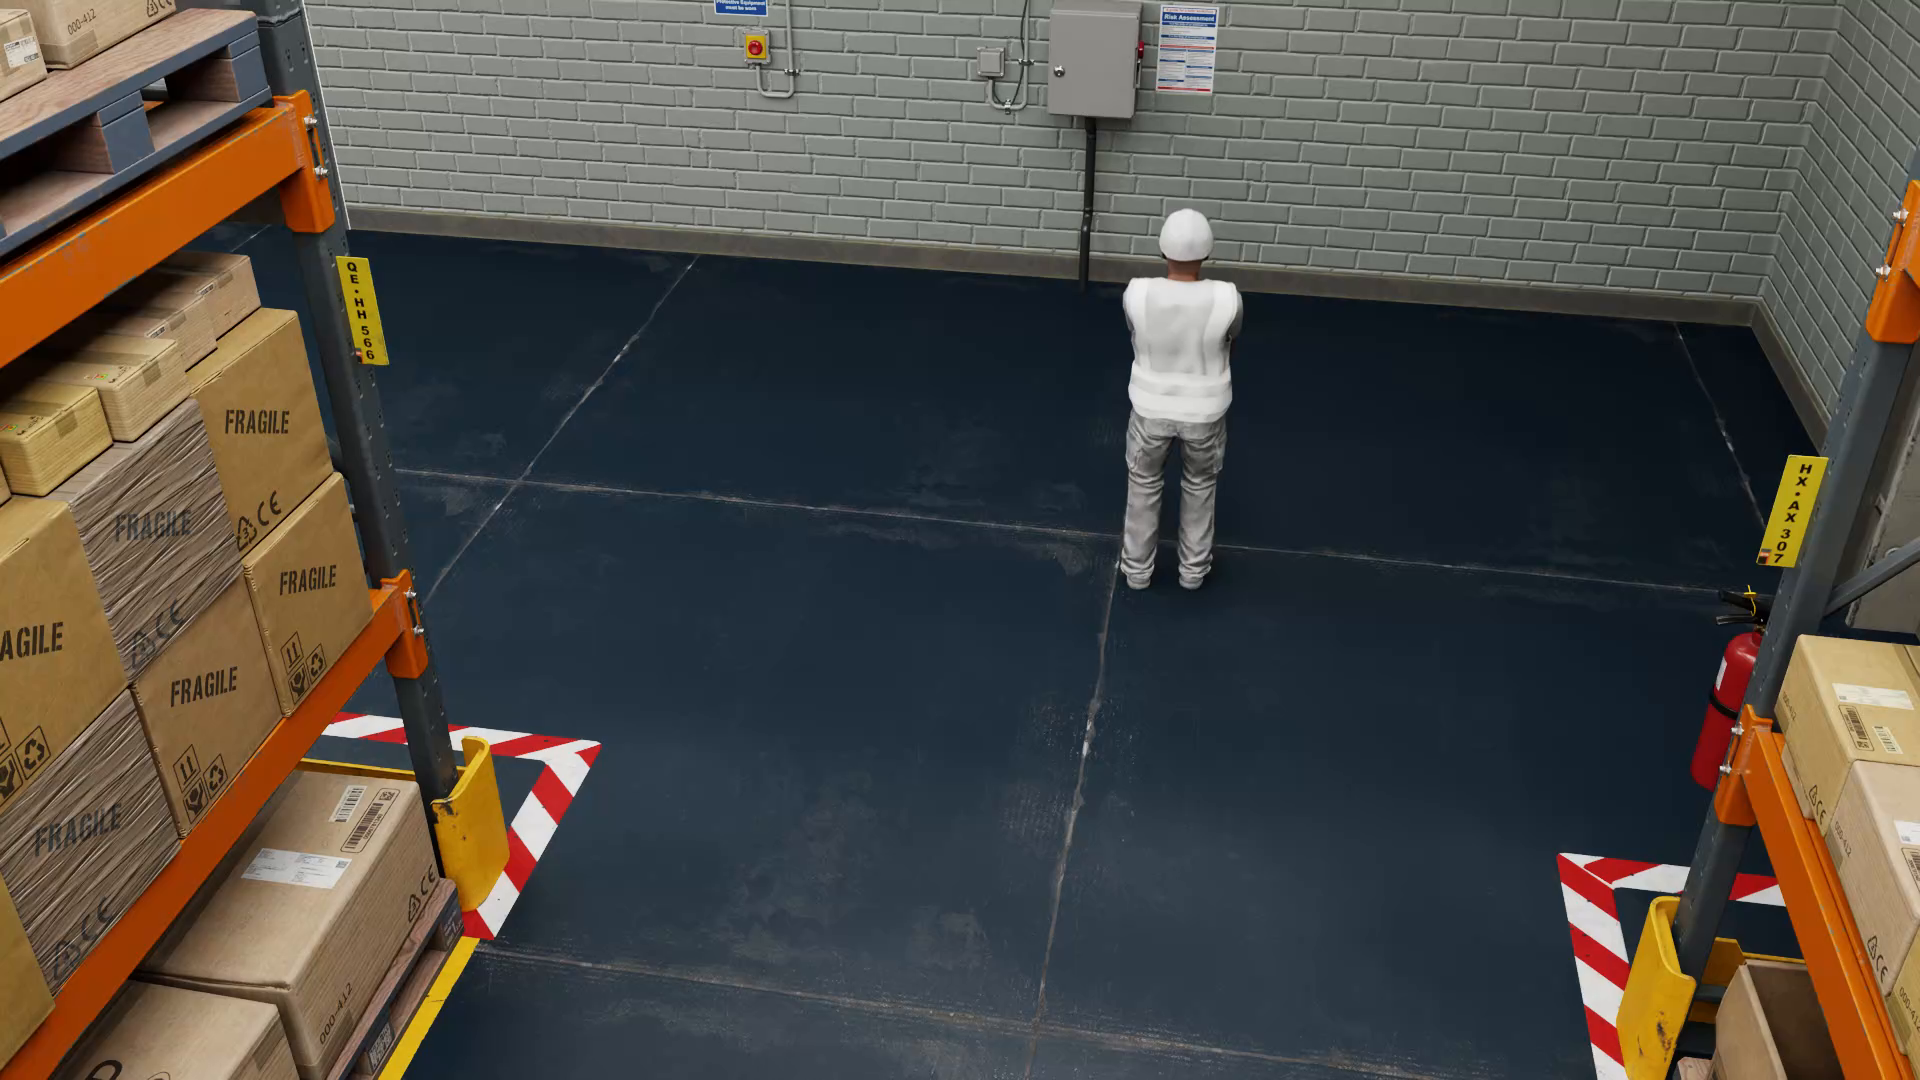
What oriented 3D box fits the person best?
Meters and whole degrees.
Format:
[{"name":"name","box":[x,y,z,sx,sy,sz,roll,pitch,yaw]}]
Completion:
[{"name":"person","box":[0.930,-0.618,7.108,0.487,1.778,0.573,6,33,9]}]
